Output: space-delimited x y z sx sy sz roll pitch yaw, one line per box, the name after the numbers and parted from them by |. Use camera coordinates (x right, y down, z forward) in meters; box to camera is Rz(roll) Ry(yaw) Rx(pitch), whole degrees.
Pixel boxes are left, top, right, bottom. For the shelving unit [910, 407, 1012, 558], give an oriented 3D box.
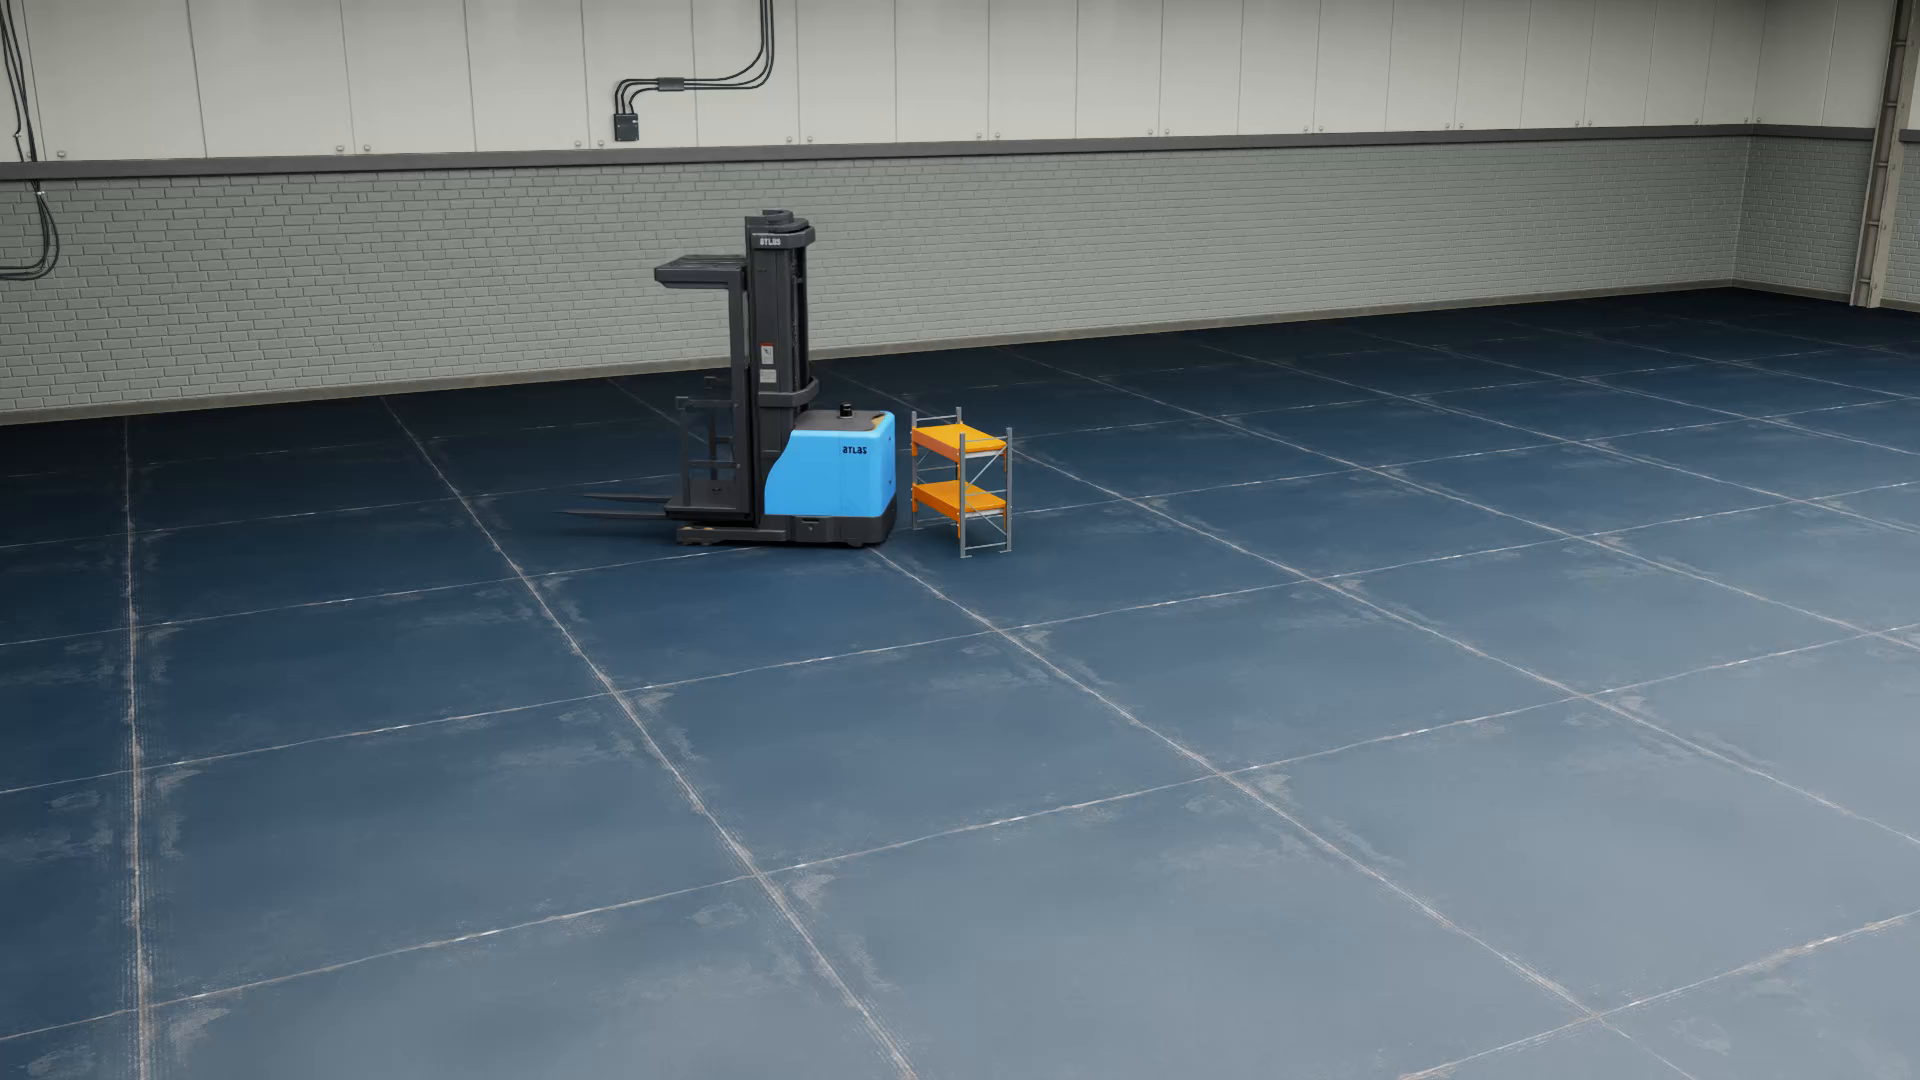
0.003 -0.539 15.089 0.538 1.125 1.048 -8 18 -25 | shelving unit

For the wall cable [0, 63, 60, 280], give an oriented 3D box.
-12.131 -4.130 18.958 3.097 2.526 0.112 -8 18 -25 | wall cable

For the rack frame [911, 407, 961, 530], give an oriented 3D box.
-0.220 -0.665 15.528 0.500 1.125 0.032 -8 18 -25 | rack frame

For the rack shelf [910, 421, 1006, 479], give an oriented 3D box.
0.003 -0.820 15.008 0.538 0.278 1.000 -8 18 -25 | rack shelf

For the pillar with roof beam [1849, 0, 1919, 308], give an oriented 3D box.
12.417 -8.019 26.879 9.100 9.000 0.400 -8 18 -25 | pillar with roof beam

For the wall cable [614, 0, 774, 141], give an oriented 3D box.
-3.590 -8.401 22.044 2.305 6.003 0.169 -8 18 -25 | wall cable

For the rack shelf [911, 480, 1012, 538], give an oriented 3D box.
0.003 -0.304 15.156 0.538 0.278 1.000 -8 18 -25 | rack shelf

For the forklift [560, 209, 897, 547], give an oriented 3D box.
-2.149 -1.498 15.155 3.031 2.935 1.130 2 16 6 | forklift

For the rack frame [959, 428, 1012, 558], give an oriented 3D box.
0.226 -0.413 14.650 0.500 1.125 0.032 -8 18 -25 | rack frame

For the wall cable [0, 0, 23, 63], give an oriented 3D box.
-9.699 -6.885 19.400 3.097 2.526 0.112 -8 18 -25 | wall cable
